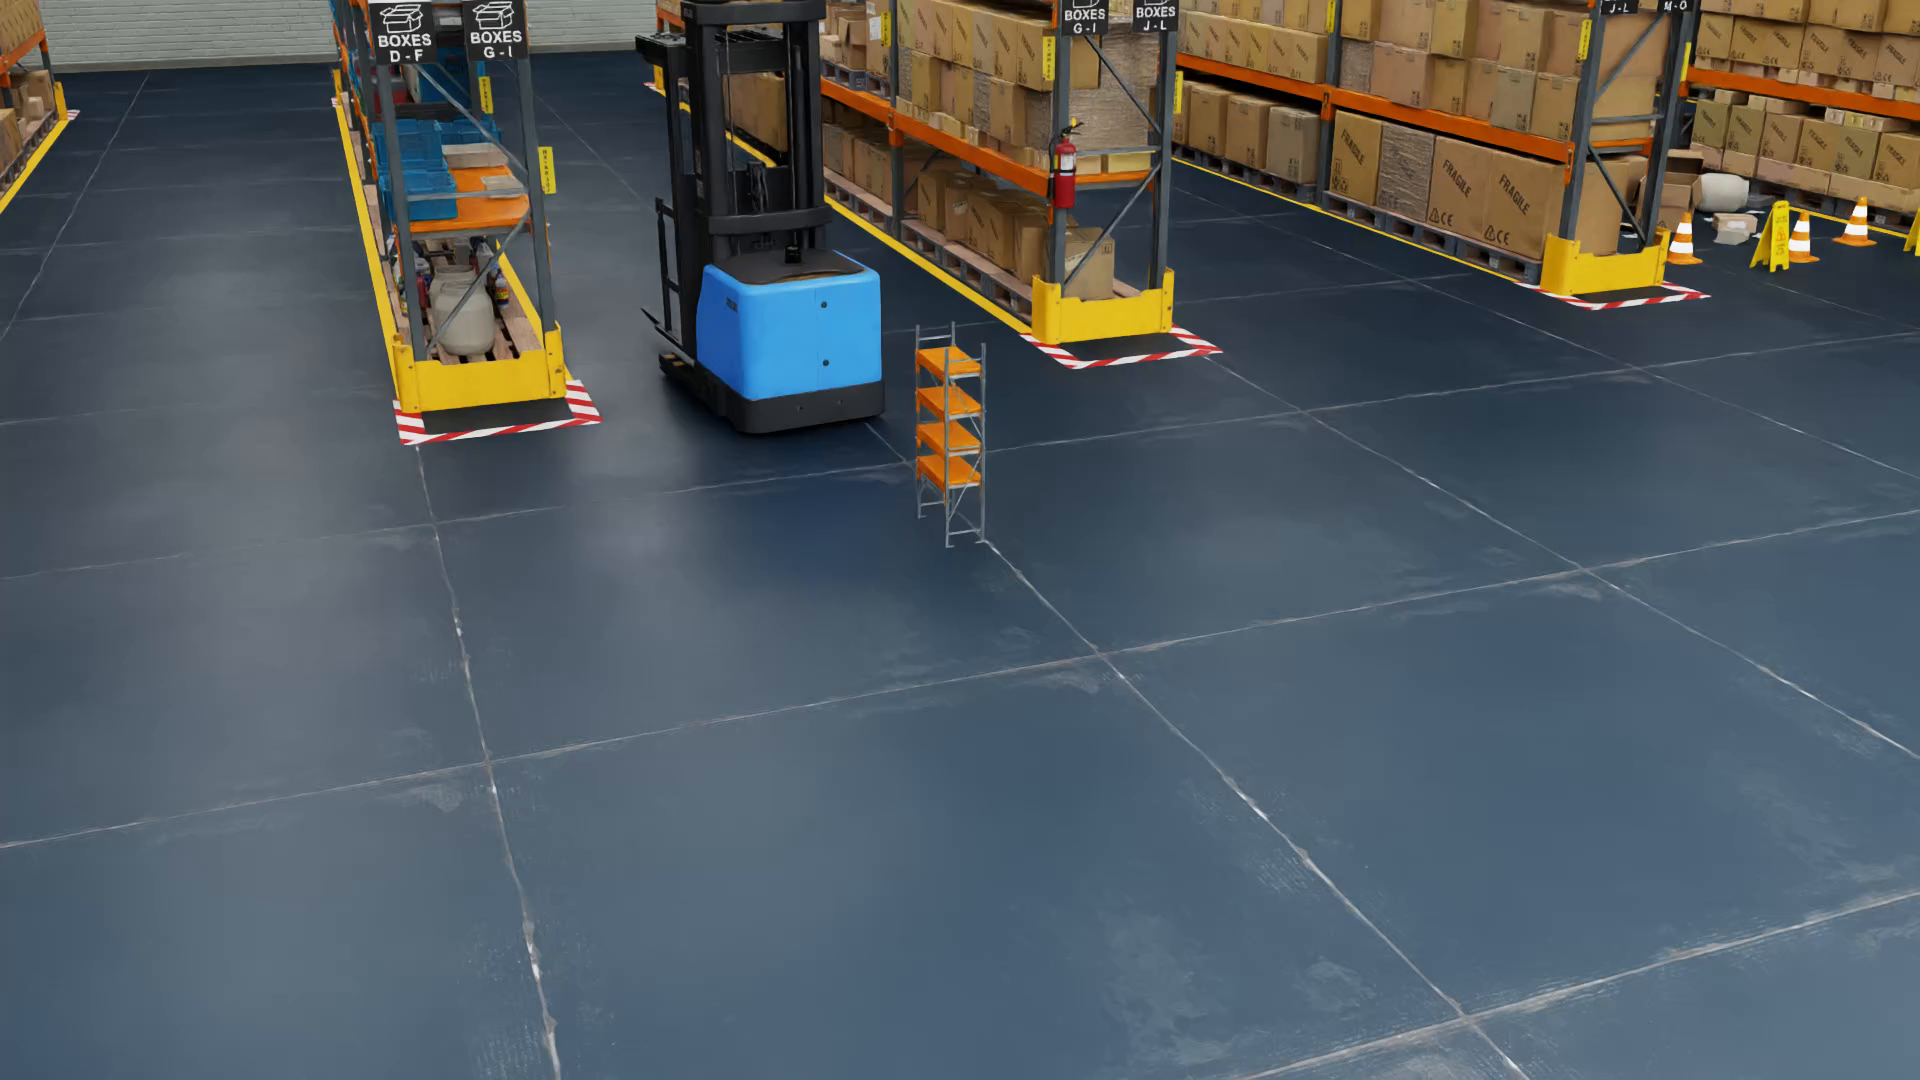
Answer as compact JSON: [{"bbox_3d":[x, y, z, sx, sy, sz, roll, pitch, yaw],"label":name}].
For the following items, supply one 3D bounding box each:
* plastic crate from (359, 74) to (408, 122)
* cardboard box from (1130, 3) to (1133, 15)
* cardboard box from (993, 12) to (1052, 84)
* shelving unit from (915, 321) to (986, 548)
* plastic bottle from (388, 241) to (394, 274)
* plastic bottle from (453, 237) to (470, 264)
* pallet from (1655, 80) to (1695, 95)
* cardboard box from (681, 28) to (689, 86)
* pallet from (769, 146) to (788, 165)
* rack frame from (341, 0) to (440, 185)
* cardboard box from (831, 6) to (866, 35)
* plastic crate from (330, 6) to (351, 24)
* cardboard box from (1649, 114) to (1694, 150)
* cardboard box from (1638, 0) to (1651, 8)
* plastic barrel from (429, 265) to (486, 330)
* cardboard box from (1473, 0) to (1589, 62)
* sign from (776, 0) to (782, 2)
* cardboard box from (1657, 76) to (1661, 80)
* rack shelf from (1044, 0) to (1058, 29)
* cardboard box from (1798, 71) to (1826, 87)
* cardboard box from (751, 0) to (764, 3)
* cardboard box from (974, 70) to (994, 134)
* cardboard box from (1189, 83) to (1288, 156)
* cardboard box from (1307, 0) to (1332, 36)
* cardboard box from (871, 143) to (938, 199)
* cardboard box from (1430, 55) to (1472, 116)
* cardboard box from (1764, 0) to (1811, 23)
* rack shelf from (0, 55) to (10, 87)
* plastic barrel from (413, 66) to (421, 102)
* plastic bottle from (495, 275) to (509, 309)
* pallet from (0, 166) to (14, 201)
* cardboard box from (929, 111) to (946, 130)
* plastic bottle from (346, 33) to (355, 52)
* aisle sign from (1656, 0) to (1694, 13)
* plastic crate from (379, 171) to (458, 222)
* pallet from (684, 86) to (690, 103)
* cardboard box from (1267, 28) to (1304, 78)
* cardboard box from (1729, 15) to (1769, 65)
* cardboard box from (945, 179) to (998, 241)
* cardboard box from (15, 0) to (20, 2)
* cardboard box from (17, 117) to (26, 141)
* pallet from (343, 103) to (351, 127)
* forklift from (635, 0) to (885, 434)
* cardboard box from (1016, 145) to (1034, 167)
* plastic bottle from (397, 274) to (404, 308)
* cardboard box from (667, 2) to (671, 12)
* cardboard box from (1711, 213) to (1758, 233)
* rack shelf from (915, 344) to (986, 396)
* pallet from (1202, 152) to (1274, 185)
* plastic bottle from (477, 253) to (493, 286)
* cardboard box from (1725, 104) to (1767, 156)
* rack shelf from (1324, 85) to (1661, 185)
[{"bbox_3d":[-5.296,-4.018,15.338,0.402,0.464,0.583,-8,24,-19],"label":"plastic crate"},{"bbox_3d":[2.457,-6.963,21.808,0.380,0.149,0.250,-8,24,-18],"label":"cardboard box"},{"bbox_3d":[0.601,-4.071,13.748,0.500,0.500,0.500,-8,24,-19],"label":"cardboard box"},{"bbox_3d":[-0.058,-0.613,9.660,0.258,1.200,0.503,-8,24,-19],"label":"shelving unit"},{"bbox_3d":[-4.996,-2.512,14.789,0.152,0.276,0.135,-7,24,-17],"label":"plastic bottle"},{"bbox_3d":[-4.476,-2.622,14.953,0.144,0.351,0.185,-8,24,-19],"label":"plastic bottle"},{"bbox_3d":[11.640,-7.463,27.186,1.003,0.211,1.213,-8,24,-19],"label":"pallet"},{"bbox_3d":[-3.822,-7.556,26.011,0.875,0.875,0.875,-8,24,-19],"label":"cardboard box"},{"bbox_3d":[-1.826,-4.999,21.339,1.003,0.211,1.213,-8,24,-19],"label":"pallet"},{"bbox_3d":[-6.252,-5.308,18.481,1.000,3.000,0.127,-8,24,-19],"label":"rack frame"},{"bbox_3d":[-1.099,-5.847,19.091,0.700,0.500,0.500,-5,23,-11],"label":"cardboard box"},{"bbox_3d":[-8.833,-7.552,23.943,0.416,0.233,0.300,-8,24,-19],"label":"plastic crate"},{"bbox_3d":[8.878,-5.066,20.751,0.950,0.372,0.625,-8,24,-18],"label":"cardboard box"},{"bbox_3d":[8.512,-6.587,20.463,0.500,0.500,0.500,-8,24,-19],"label":"cardboard box"},{"bbox_3d":[-3.907,-1.859,12.960,0.421,0.512,0.421,0,23,0],"label":"plastic barrel"},{"bbox_3d":[5.438,-4.840,15.789,0.875,0.550,0.550,-8,24,-19],"label":"cardboard box"},{"bbox_3d":[-2.136,-6.443,19.685,0.100,0.325,0.005,-8,24,-19],"label":"sign"},{"bbox_3d":[11.390,-7.754,26.964,0.500,0.500,0.500,-9,25,-21],"label":"cardboard box"},{"bbox_3d":[0.502,-4.858,14.478,1.077,0.370,4.000,-8,24,-19],"label":"rack shelf"},{"bbox_3d":[9.436,-5.066,18.230,0.380,0.149,0.250,-8,24,-19],"label":"cardboard box"},{"bbox_3d":[-2.332,-7.243,21.653,0.797,0.503,0.637,-8,24,-17],"label":"cardboard box"},{"bbox_3d":[0.614,-3.820,14.440,0.875,0.500,0.500,-8,24,-19],"label":"cardboard box"},{"bbox_3d":[3.501,-5.237,20.669,1.050,0.750,0.750,-8,24,-18],"label":"cardboard box"},{"bbox_3d":[4.290,-5.864,18.385,0.700,0.500,0.500,-9,24,-20],"label":"cardboard box"},{"bbox_3d":[-0.553,-3.987,17.999,0.700,0.500,0.500,-8,24,-19],"label":"cardboard box"},{"bbox_3d":[5.189,-4.526,16.434,0.875,0.550,0.500,-8,24,-19],"label":"cardboard box"},{"bbox_3d":[9.331,-5.973,18.260,0.700,0.500,0.500,-9,24,-20],"label":"cardboard box"},{"bbox_3d":[-11.594,-5.025,18.736,1.077,0.370,4.000,-8,24,-19],"label":"rack shelf"},{"bbox_3d":[-4.971,-4.295,15.902,0.433,0.535,0.433,0,23,0],"label":"plastic barrel"},{"bbox_3d":[-3.775,-2.048,13.693,0.097,0.271,0.097,0,23,0],"label":"plastic bottle"},{"bbox_3d":[-11.543,-4.063,19.119,1.003,0.211,1.213,-8,24,-19],"label":"pallet"},{"bbox_3d":[-0.073,-3.933,15.543,0.380,0.149,0.250,-8,24,-19],"label":"cardboard box"},{"bbox_3d":[-7.531,-6.147,20.632,0.152,0.276,0.135,-8,24,-19],"label":"plastic bottle"},{"bbox_3d":[6.190,-4.938,14.256,0.394,0.787,0.004,-8,24,-19],"label":"aisle sign"},{"bbox_3d":[-3.882,-2.473,11.947,0.499,0.251,0.616,-8,24,-19],"label":"plastic crate"},{"bbox_3d":[-3.661,-6.887,25.818,1.003,0.211,1.213,-8,24,-19],"label":"pallet"},{"bbox_3d":[3.858,-5.560,18.951,0.500,0.500,0.500,-9,24,-20],"label":"cardboard box"},{"bbox_3d":[9.160,-5.699,18.898,0.500,0.500,0.500,-8,24,-19],"label":"cardboard box"},{"bbox_3d":[0.108,-3.218,16.200,0.500,0.500,0.500,-1,23,-2],"label":"cardboard box"},{"bbox_3d":[-12.750,-7.361,21.937,0.500,0.500,0.500,-8,24,-17],"label":"cardboard box"},{"bbox_3d":[-12.246,-5.229,21.189,0.500,0.311,0.500,-8,24,-19],"label":"cardboard box"},{"bbox_3d":[-8.396,-6.182,24.146,1.003,0.211,1.213,-8,24,-19],"label":"pallet"},{"bbox_3d":[-1.648,-2.607,12.162,1.130,2.935,3.031,-11,25,-25],"label":"forklift"},{"bbox_3d":[0.690,-3.215,13.838,0.380,0.149,0.250,-8,24,-19],"label":"cardboard box"},{"bbox_3d":[-4.548,-2.051,13.695,0.152,0.276,0.135,-8,24,-19],"label":"plastic bottle"},{"bbox_3d":[-4.352,-8.323,25.959,0.380,0.149,0.250,-9,24,-20],"label":"cardboard box"},{"bbox_3d":[8.127,-3.325,17.448,0.380,0.149,0.250,4,23,9],"label":"cardboard box"},{"bbox_3d":[-0.058,-0.975,9.507,0.258,0.148,0.480,-8,24,-19],"label":"rack shelf"},{"bbox_3d":[3.693,-4.607,20.408,1.003,0.211,1.213,-8,24,-19],"label":"pallet"},{"bbox_3d":[-4.106,-2.361,14.429,0.152,0.276,0.135,-8,24,-18],"label":"plastic bottle"},{"bbox_3d":[9.222,-4.721,19.124,0.500,0.500,0.500,-7,24,-17],"label":"cardboard box"},{"bbox_3d":[5.177,-4.119,16.588,1.077,0.370,4.000,-8,24,-19],"label":"rack shelf"}]
